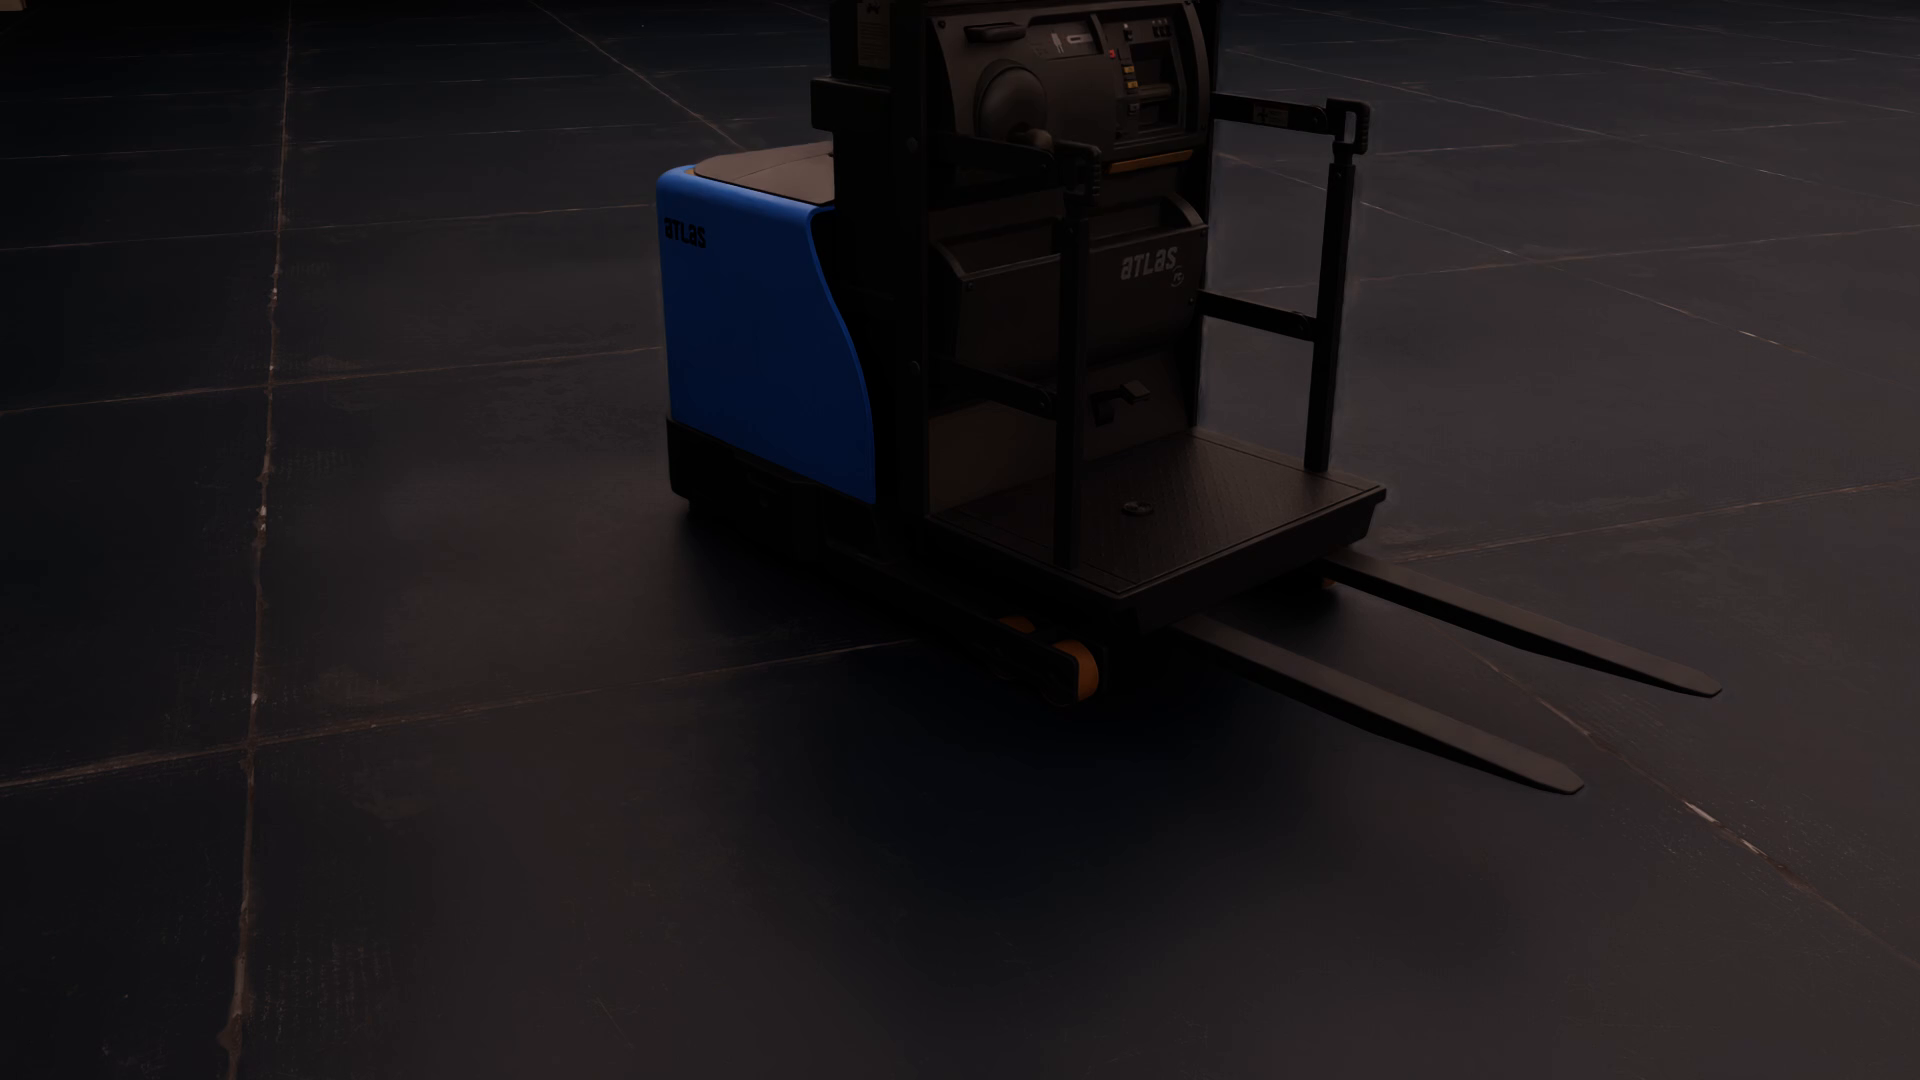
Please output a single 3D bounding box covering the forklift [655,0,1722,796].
[{"bbox_3d":[0.443,-1.162,4.062,1.130,2.935,3.031,-19,30,-38],"label":"forklift"}]
